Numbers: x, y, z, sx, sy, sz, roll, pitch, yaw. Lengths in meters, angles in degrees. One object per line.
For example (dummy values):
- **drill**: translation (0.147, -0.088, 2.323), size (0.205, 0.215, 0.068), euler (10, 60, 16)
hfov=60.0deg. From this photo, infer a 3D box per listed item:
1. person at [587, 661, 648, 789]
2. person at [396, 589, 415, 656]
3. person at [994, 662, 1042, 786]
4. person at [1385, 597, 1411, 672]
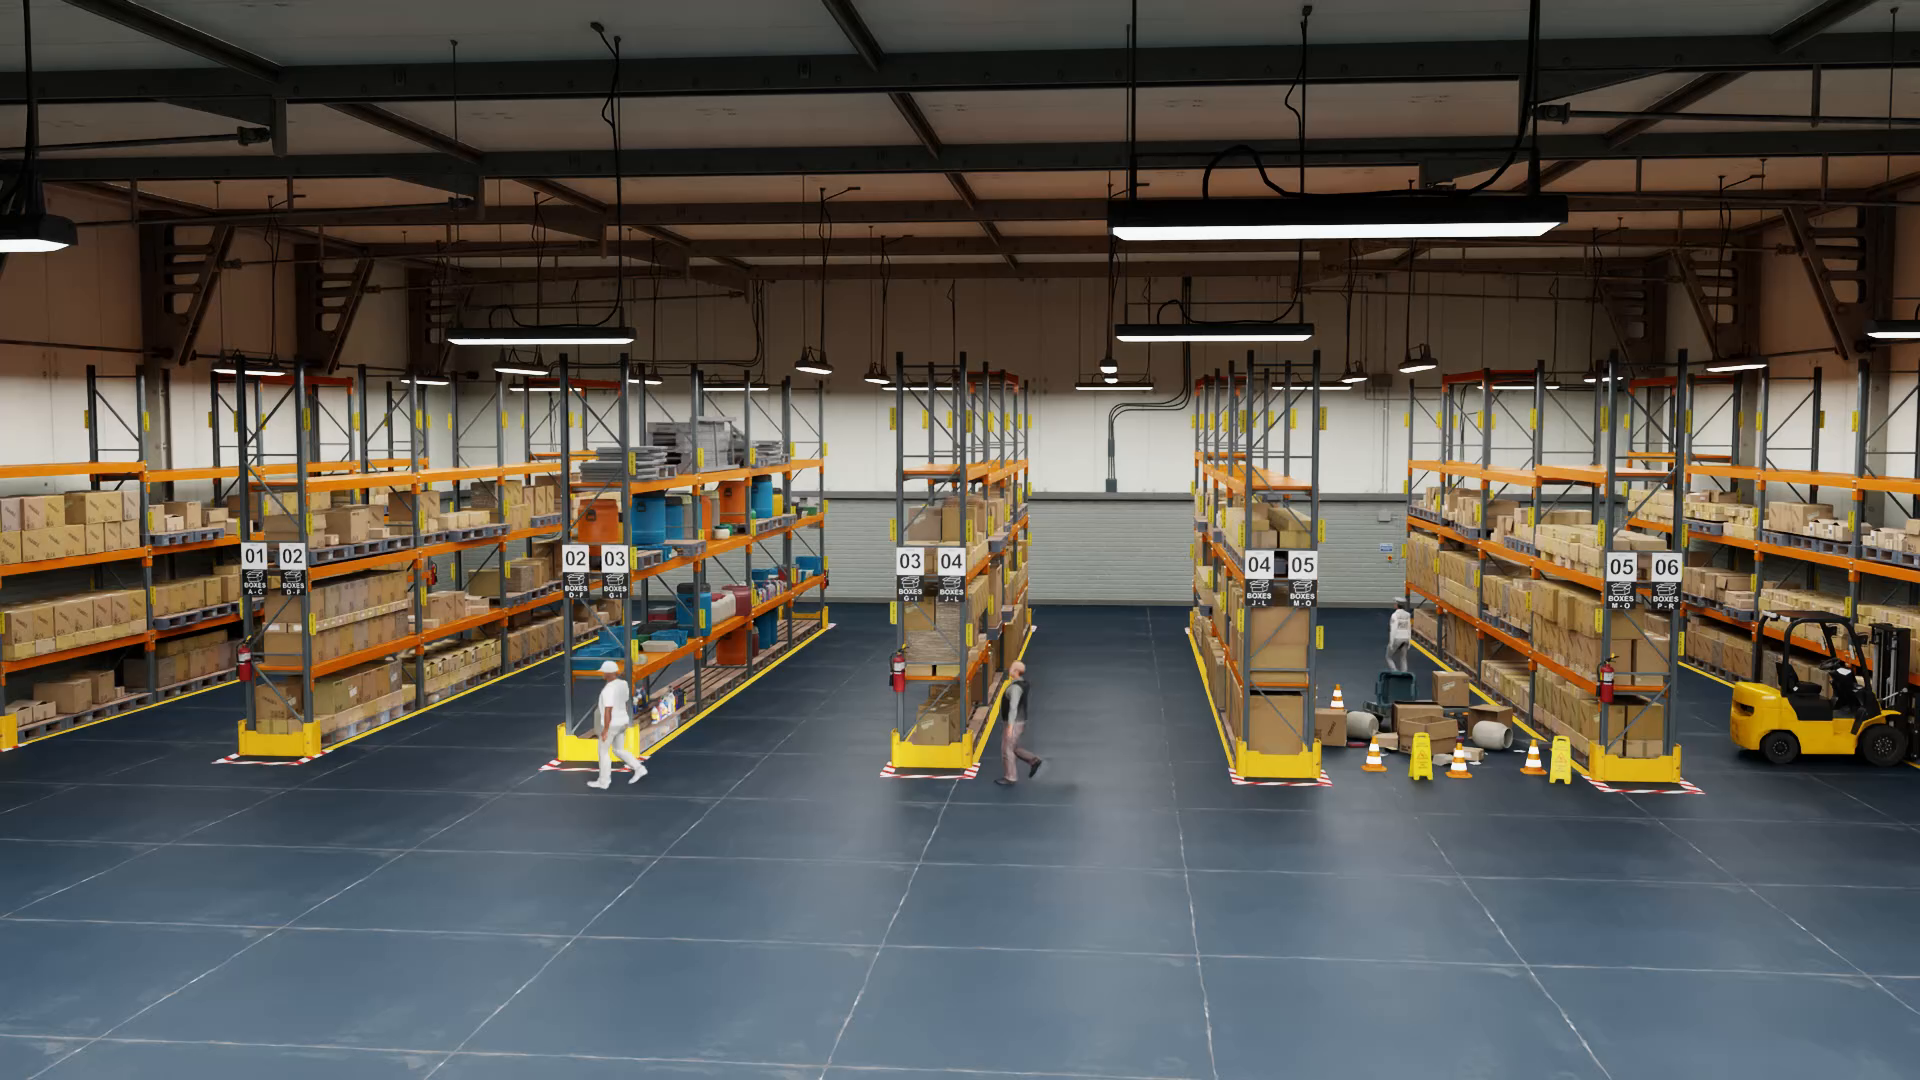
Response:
- **person**: translation (-4.690, 2.524, 22.714), size (0.809, 1.746, 0.653), euler (1, 4, 19)
- **person**: translation (-11.263, 1.762, 33.543), size (0.576, 1.723, 0.533), euler (2, 5, 30)
- **person**: translation (0.798, 2.515, 22.837), size (0.664, 1.703, 0.544), euler (0, 4, 4)
- **person**: translation (8.343, 1.931, 31.587), size (0.519, 1.706, 0.373), euler (-2, 5, -27)
